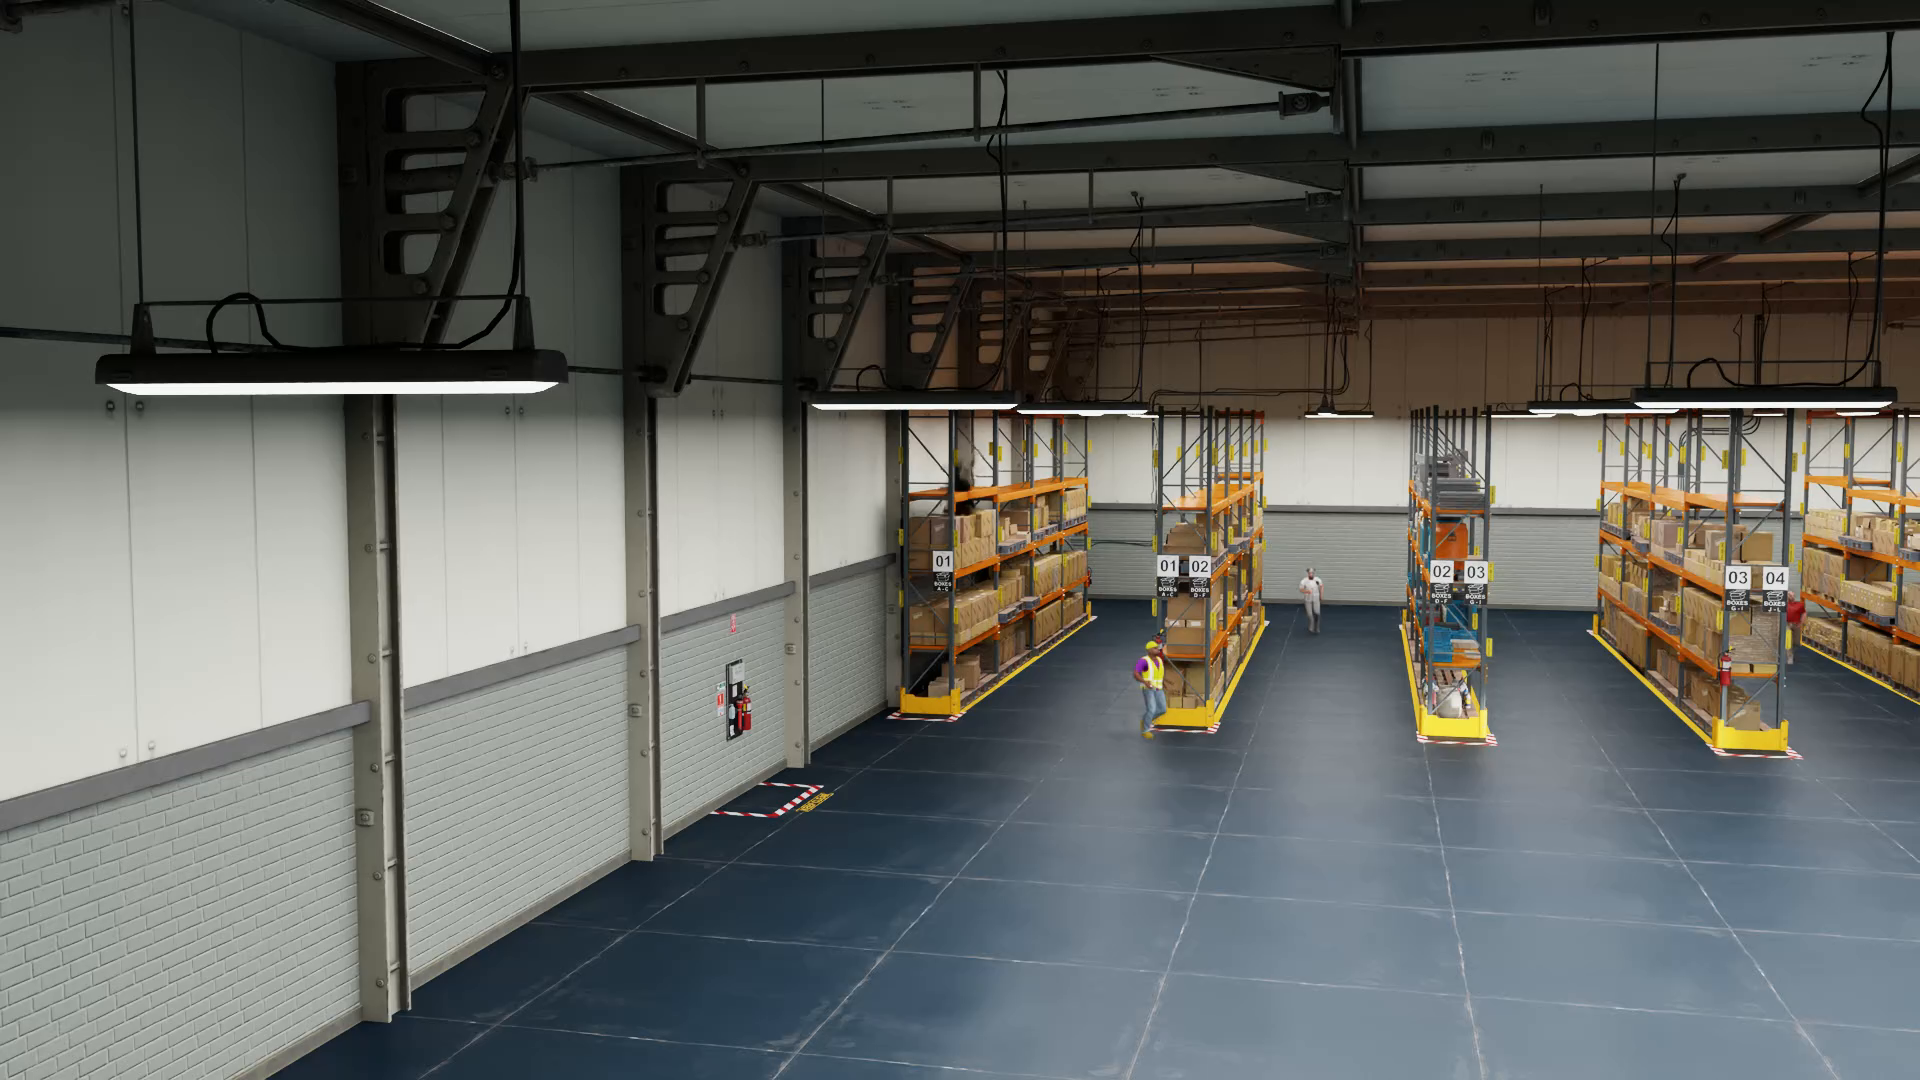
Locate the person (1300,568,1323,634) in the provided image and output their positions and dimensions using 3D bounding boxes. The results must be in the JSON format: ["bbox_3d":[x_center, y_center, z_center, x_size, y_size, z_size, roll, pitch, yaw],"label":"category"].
[{"bbox_3d":[9.478,1.649,44.855,0.638,1.835,0.724,1,4,8],"label":"person"}]

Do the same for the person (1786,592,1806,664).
[{"bbox_3d":[19.742,2.073,39.517,0.657,1.710,0.908,1,4,14],"label":"person"}]

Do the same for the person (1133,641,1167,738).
[{"bbox_3d":[3.502,2.709,30.110,0.732,1.727,0.506,-3,5,-35],"label":"person"}]
